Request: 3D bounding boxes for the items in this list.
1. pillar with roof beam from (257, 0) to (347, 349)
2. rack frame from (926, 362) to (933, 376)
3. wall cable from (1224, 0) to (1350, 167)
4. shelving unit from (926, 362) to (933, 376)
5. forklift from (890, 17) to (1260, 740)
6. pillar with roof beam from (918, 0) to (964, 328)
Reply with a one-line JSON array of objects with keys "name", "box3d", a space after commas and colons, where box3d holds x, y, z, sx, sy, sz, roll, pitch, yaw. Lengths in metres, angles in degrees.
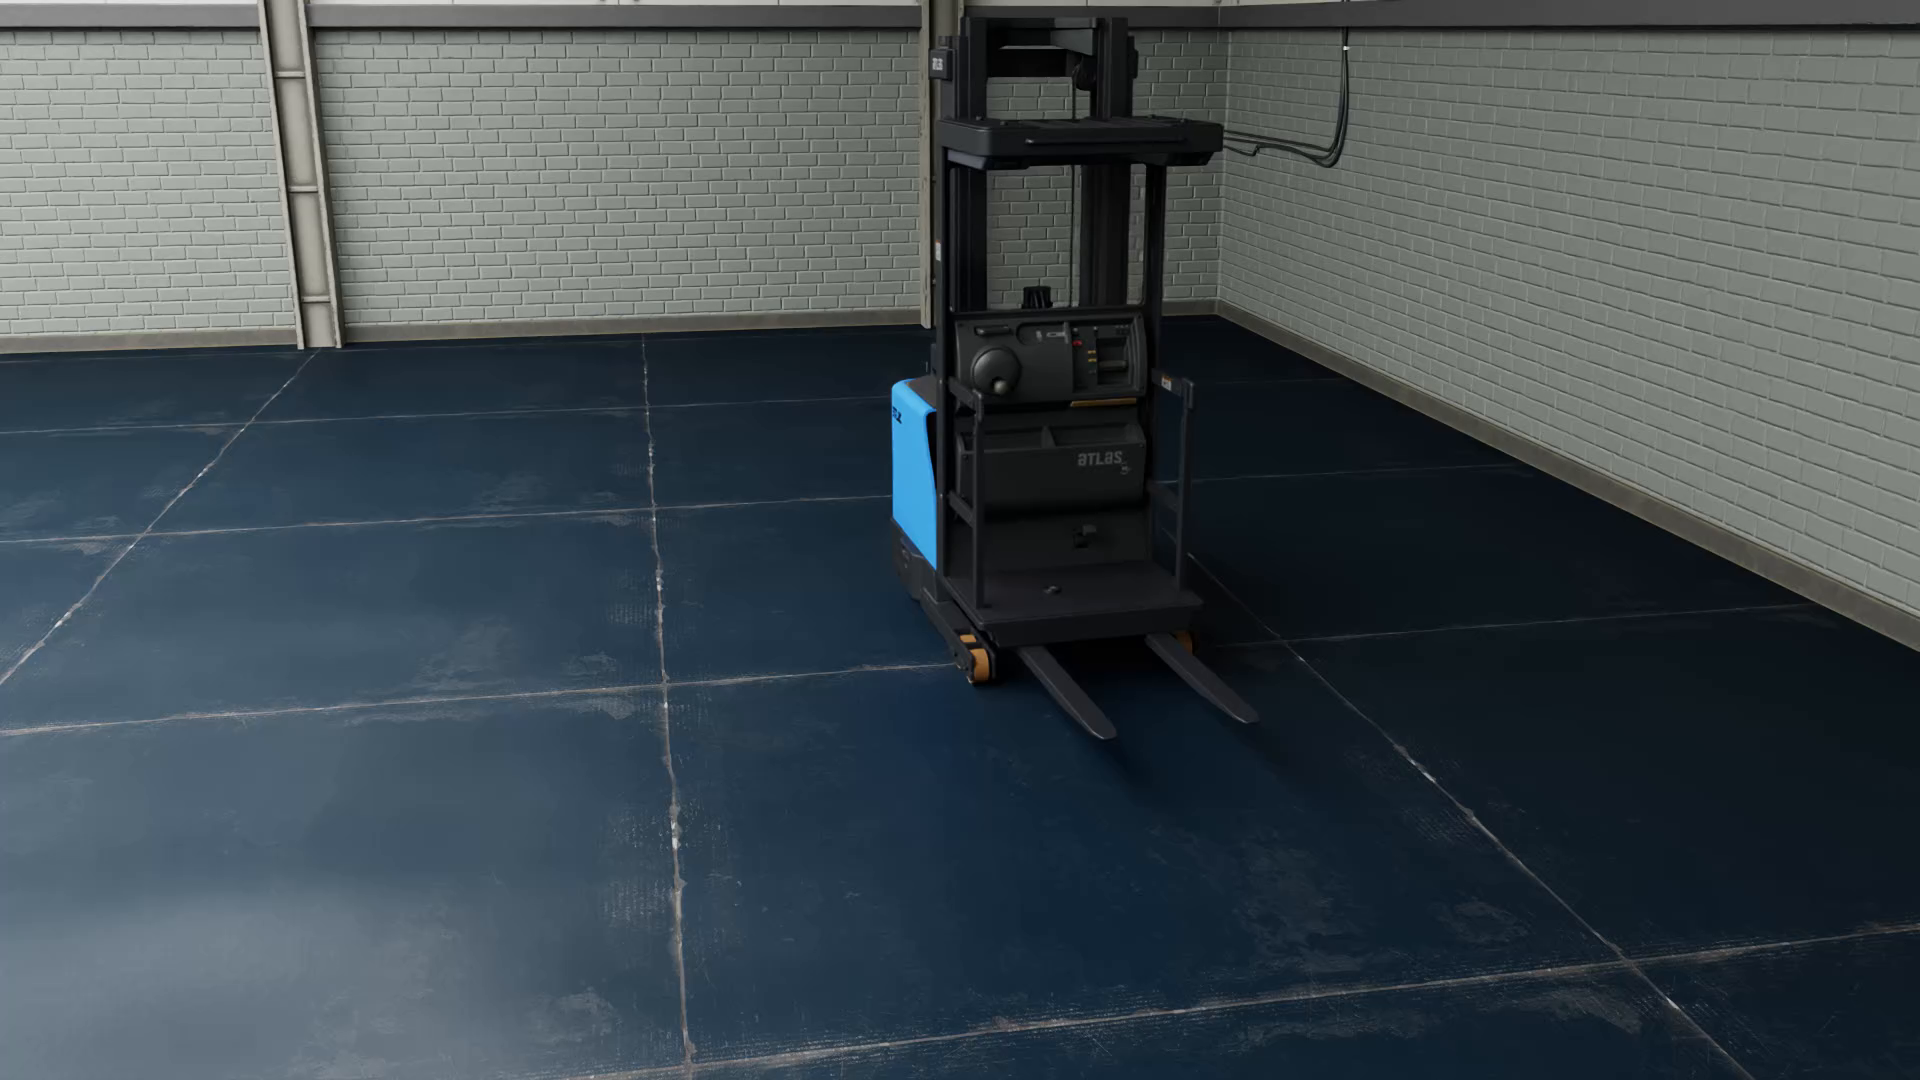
[{"name": "pillar with roof beam", "box3d": [-5.256, -4.914, 10.486, 0.400, 9.000, 9.100, -3, 17, -10]}, {"name": "rack frame", "box3d": [-0.172, -0.492, 9.626, 0.008, 1.050, 0.200, -3, 17, -10]}, {"name": "wall cable", "box3d": [2.962, -4.788, 15.363, 0.112, 2.526, 3.097, -3, 17, -10]}, {"name": "shelving unit", "box3d": [-0.053, -0.499, 9.648, 0.252, 1.050, 0.215, -3, 17, -10]}, {"name": "forklift", "box3d": [0.490, -0.863, 7.630, 1.130, 2.935, 3.031, -4, 18, -14]}, {"name": "pillar with roof beam", "box3d": [0.635, -5.249, 11.574, 0.400, 9.000, 9.100, -3, 17, -10]}]
